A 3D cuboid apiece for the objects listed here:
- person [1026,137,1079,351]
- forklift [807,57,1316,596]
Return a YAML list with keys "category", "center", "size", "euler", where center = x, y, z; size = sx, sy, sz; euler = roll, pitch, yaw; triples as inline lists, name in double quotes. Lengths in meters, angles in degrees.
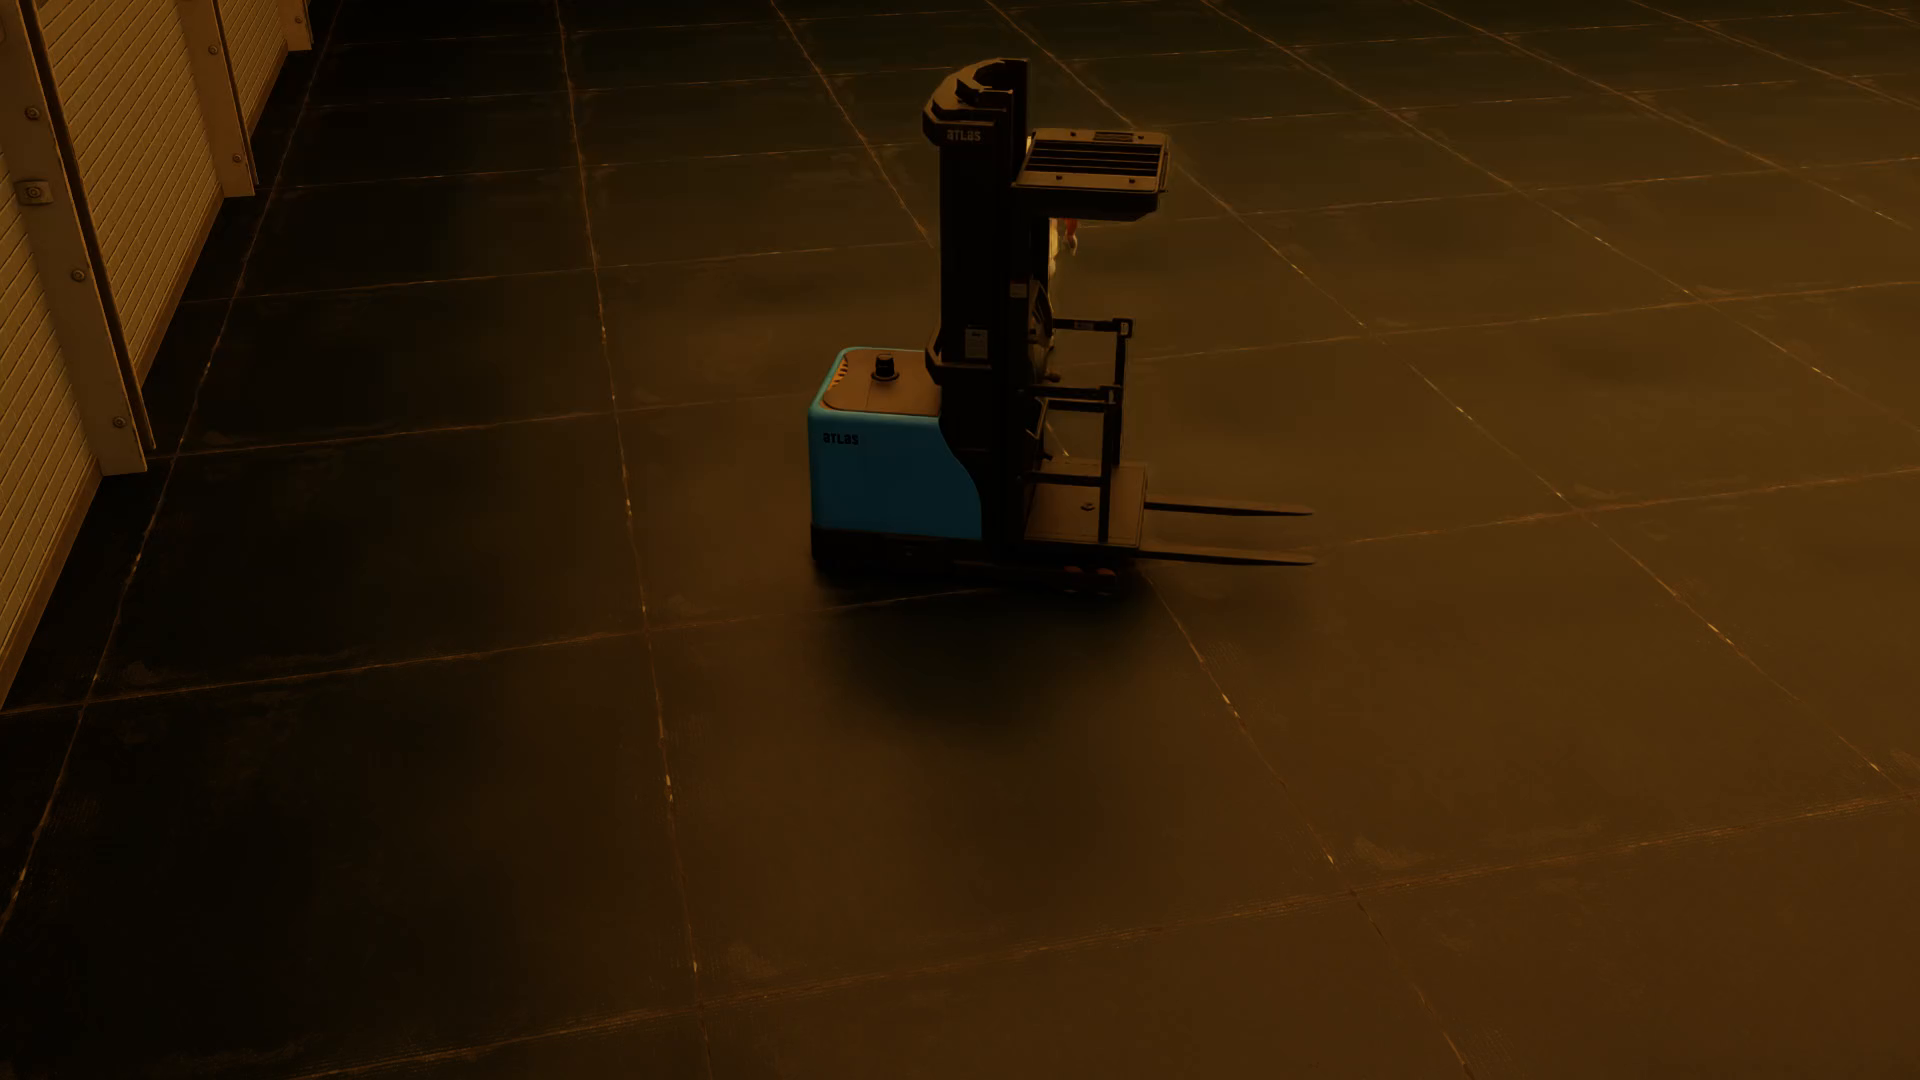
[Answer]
- category: "person"
  center: [0.486, -2.155, 12.494]
  size: [0.898, 1.786, 0.483]
  euler: [-8, 31, -14]
- category: "forklift"
  center: [0.653, -1.218, 9.679]
  size: [3.031, 2.935, 1.130]
  euler: [4, 30, 8]
